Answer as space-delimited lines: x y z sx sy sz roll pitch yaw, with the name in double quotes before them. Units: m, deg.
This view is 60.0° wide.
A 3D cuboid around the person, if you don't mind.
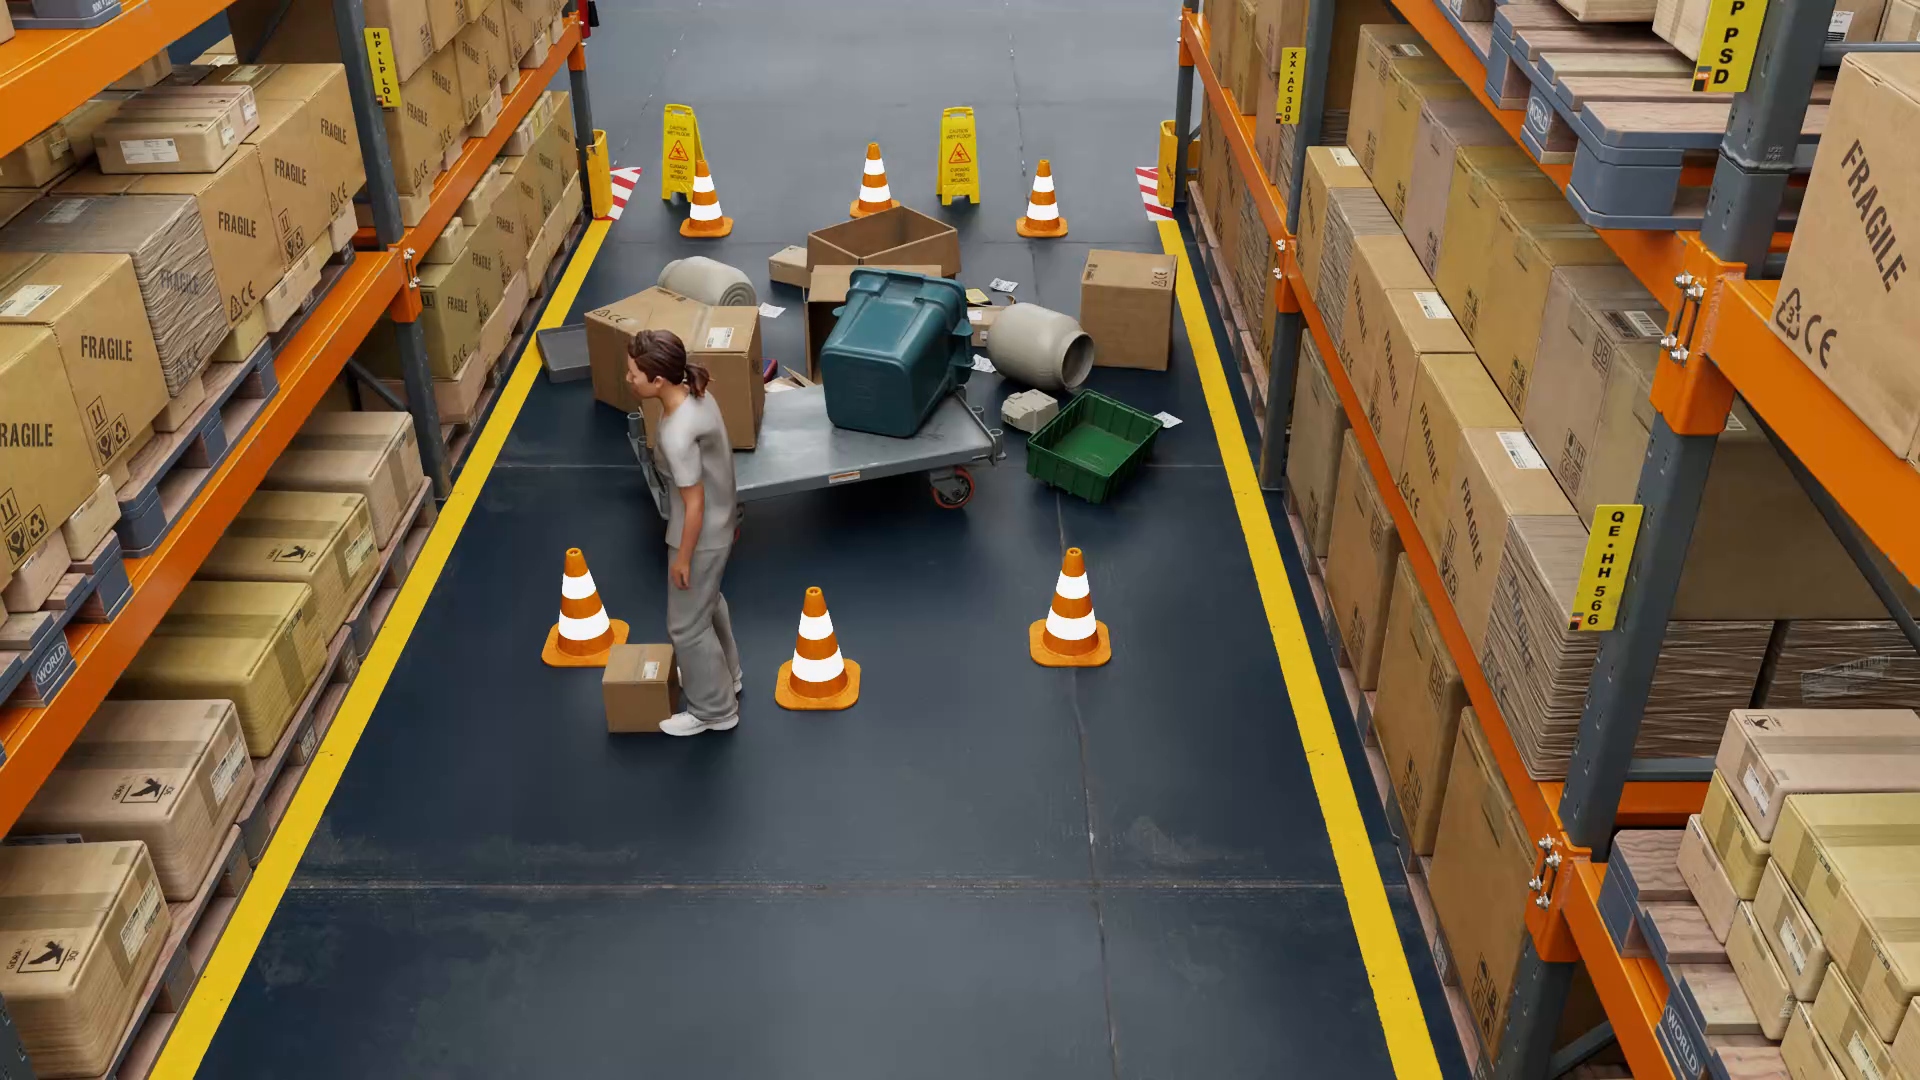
"person" -1.003 -0.027 6.182 0.363 1.671 0.509 -2 32 -3
